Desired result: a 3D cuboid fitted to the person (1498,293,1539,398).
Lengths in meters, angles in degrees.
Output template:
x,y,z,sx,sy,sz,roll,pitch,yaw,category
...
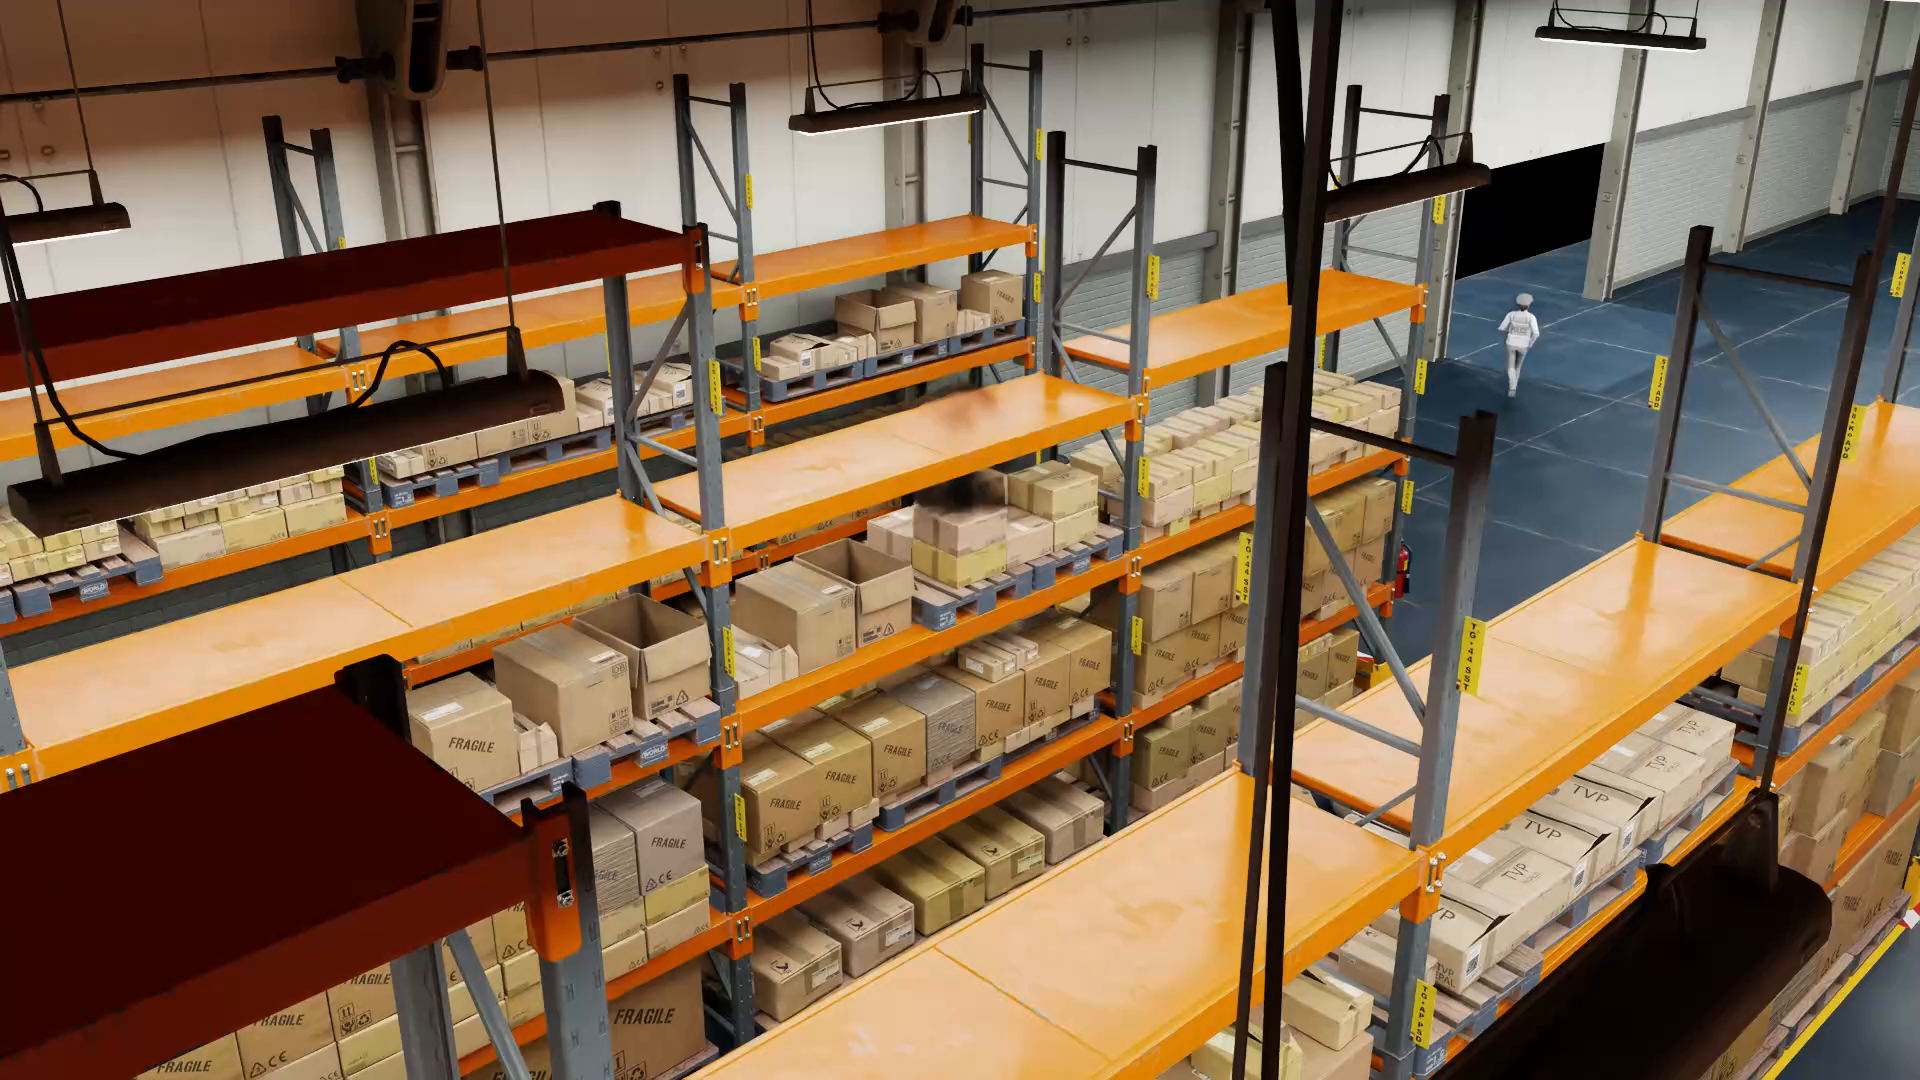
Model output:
x,y,z,sx,sy,sz,roll,pitch,yaw,category
8.664,-2.991,25.907,0.608,1.703,0.816,7,23,16,person
